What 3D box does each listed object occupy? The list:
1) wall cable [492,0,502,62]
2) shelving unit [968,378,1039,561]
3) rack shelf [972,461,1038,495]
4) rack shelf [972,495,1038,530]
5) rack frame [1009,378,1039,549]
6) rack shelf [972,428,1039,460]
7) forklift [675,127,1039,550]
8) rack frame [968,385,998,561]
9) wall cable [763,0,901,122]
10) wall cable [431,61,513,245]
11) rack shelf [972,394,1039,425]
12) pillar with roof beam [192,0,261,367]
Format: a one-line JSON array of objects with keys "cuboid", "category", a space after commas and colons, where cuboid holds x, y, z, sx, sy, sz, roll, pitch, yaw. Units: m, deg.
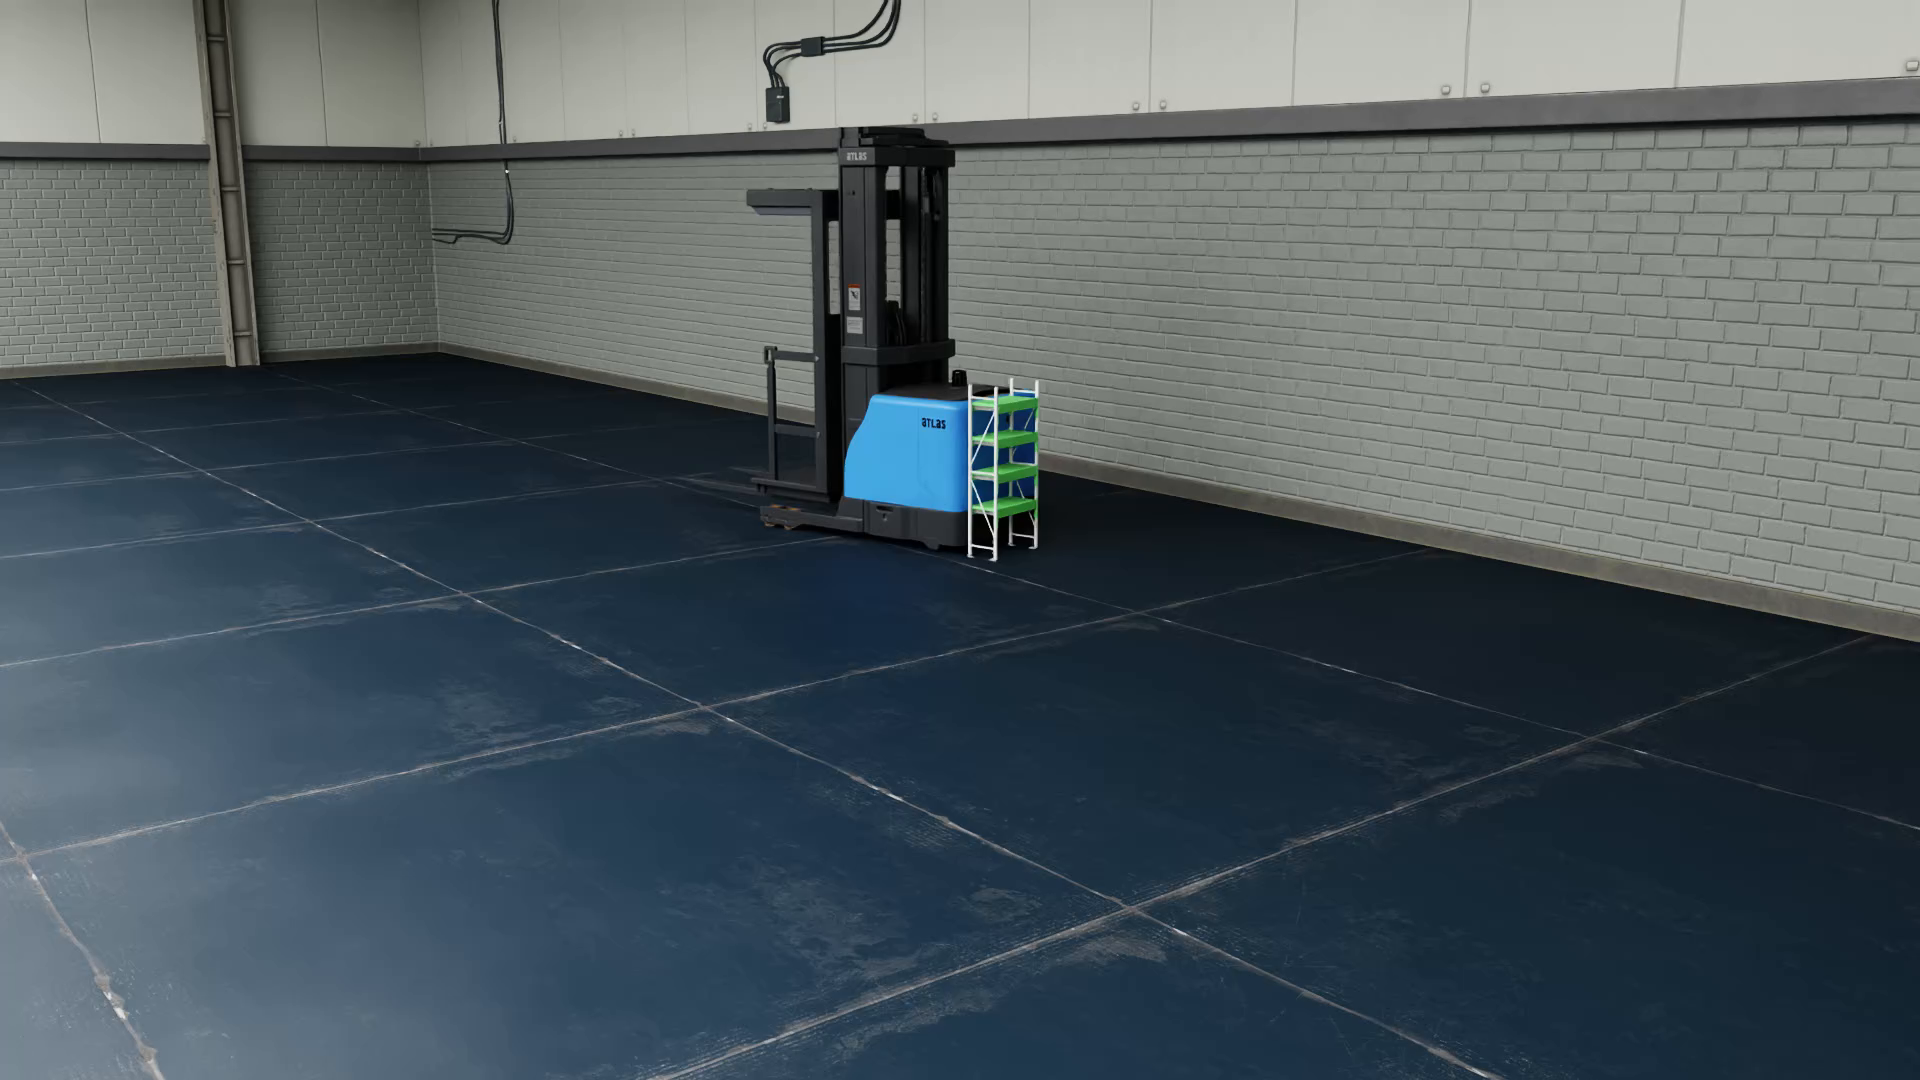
[{"cuboid": [-5.552, -7.614, 21.640, 0.112, 2.526, 3.097, -9, 15, -38], "category": "wall cable"}, {"cuboid": [0.304, -0.496, 11.575, 0.258, 1.200, 0.503, 9, 15, 36], "category": "shelving unit"}, {"cuboid": [0.304, -0.433, 11.588, 0.258, 0.148, 0.480, 9, 15, 36], "category": "rack shelf"}, {"cuboid": [0.304, -0.199, 11.638, 0.258, 0.148, 0.480, 9, 15, 36], "category": "rack shelf"}, {"cuboid": [0.452, -0.536, 11.765, 0.240, 1.200, 0.015, 9, 15, 36], "category": "rack frame"}, {"cuboid": [0.304, -0.668, 11.538, 0.258, 0.148, 0.480, 9, 15, 36], "category": "rack shelf"}, {"cuboid": [-0.894, -1.586, 12.541, 3.031, 2.935, 1.130, 9, 15, 36], "category": "forklift"}, {"cuboid": [0.157, -0.455, 11.385, 0.240, 1.200, 0.015, 9, 15, 36], "category": "rack frame"}, {"cuboid": [-1.324, -7.223, 16.294, 0.169, 6.003, 2.305, -9, 15, -38], "category": "wall cable"}, {"cuboid": [-7.242, -5.583, 24.231, 0.112, 2.526, 3.097, -9, 15, -38], "category": "wall cable"}, {"cuboid": [0.304, -0.903, 11.488, 0.258, 0.148, 0.480, 9, 15, 36], "category": "rack shelf"}, {"cuboid": [-7.679, -6.236, 19.830, 0.400, 9.000, 9.100, -9, 15, -38], "category": "pillar with roof beam"}]
